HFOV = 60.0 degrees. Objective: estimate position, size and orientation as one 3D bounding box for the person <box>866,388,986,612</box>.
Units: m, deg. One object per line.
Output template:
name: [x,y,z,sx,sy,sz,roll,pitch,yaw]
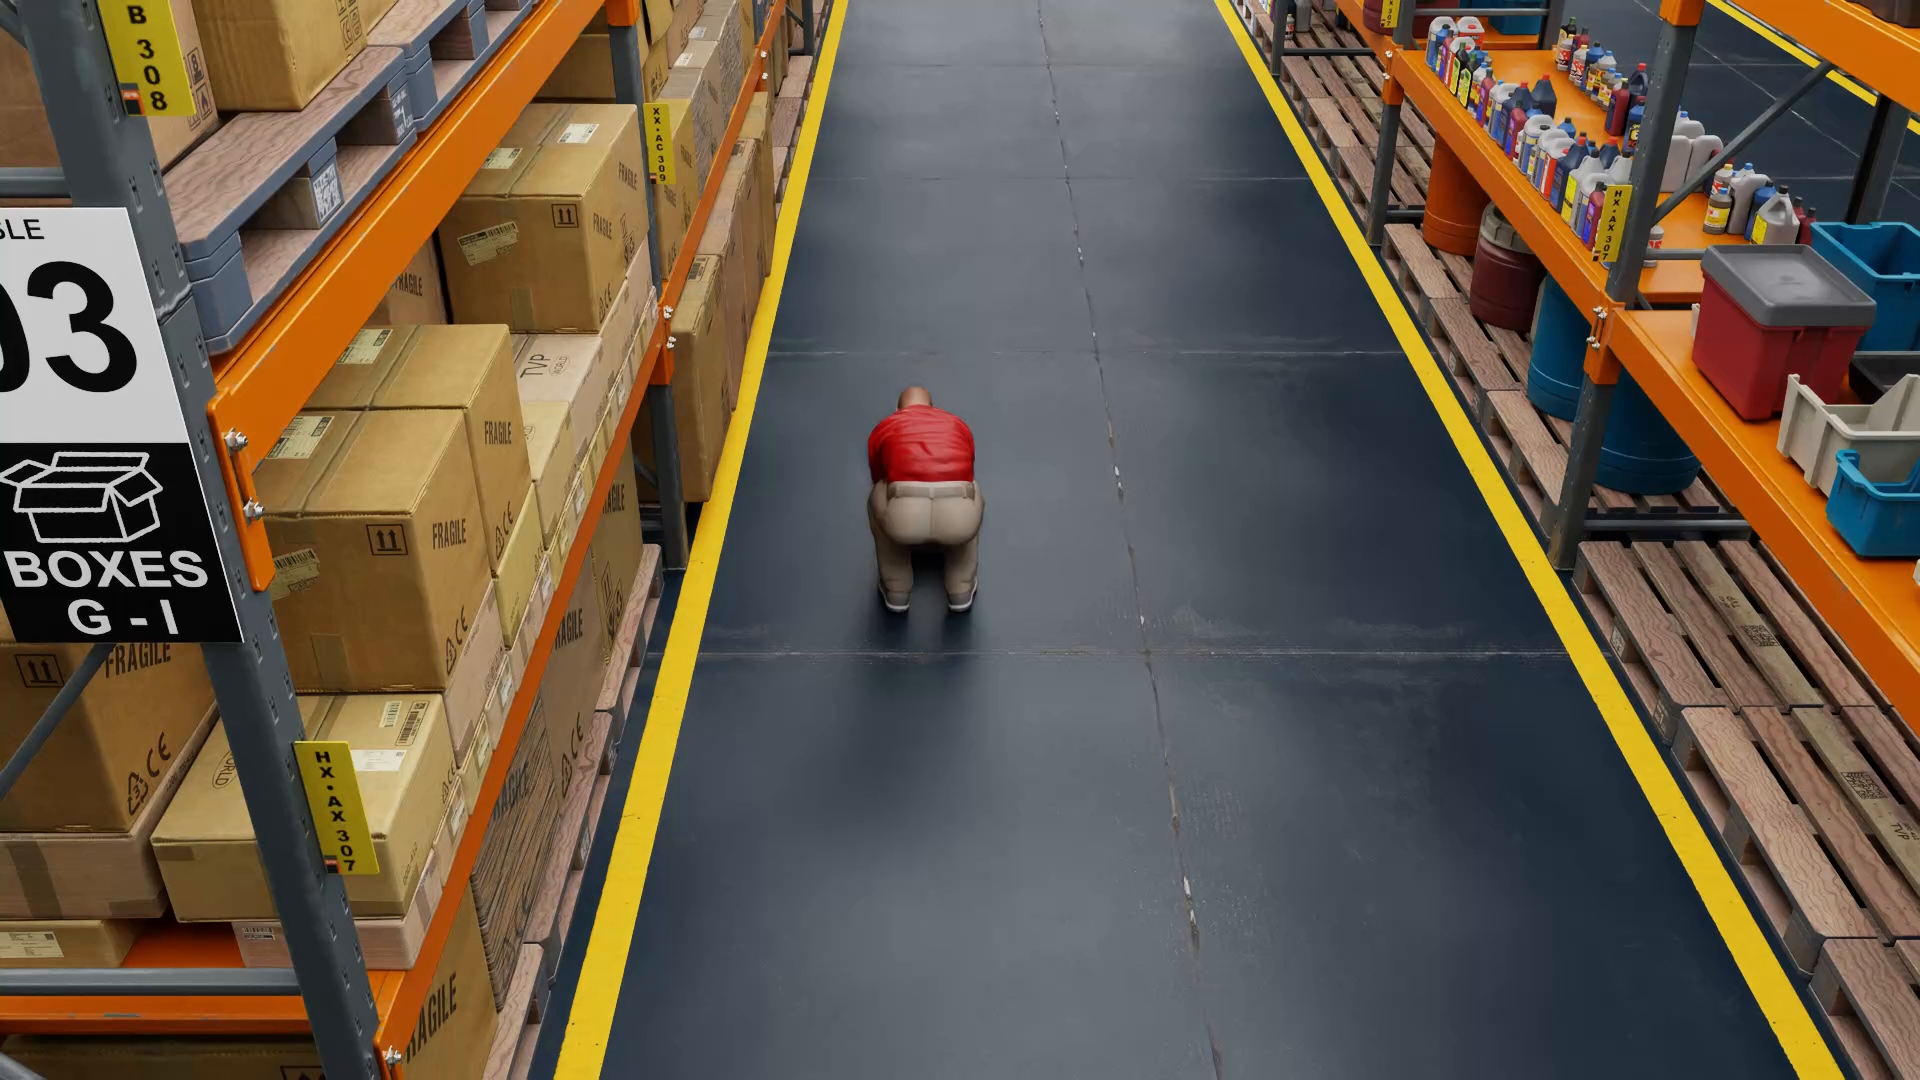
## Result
person: [-0.150,-0.164,7.356,0.530,0.797,0.947,-1,31,-2]
